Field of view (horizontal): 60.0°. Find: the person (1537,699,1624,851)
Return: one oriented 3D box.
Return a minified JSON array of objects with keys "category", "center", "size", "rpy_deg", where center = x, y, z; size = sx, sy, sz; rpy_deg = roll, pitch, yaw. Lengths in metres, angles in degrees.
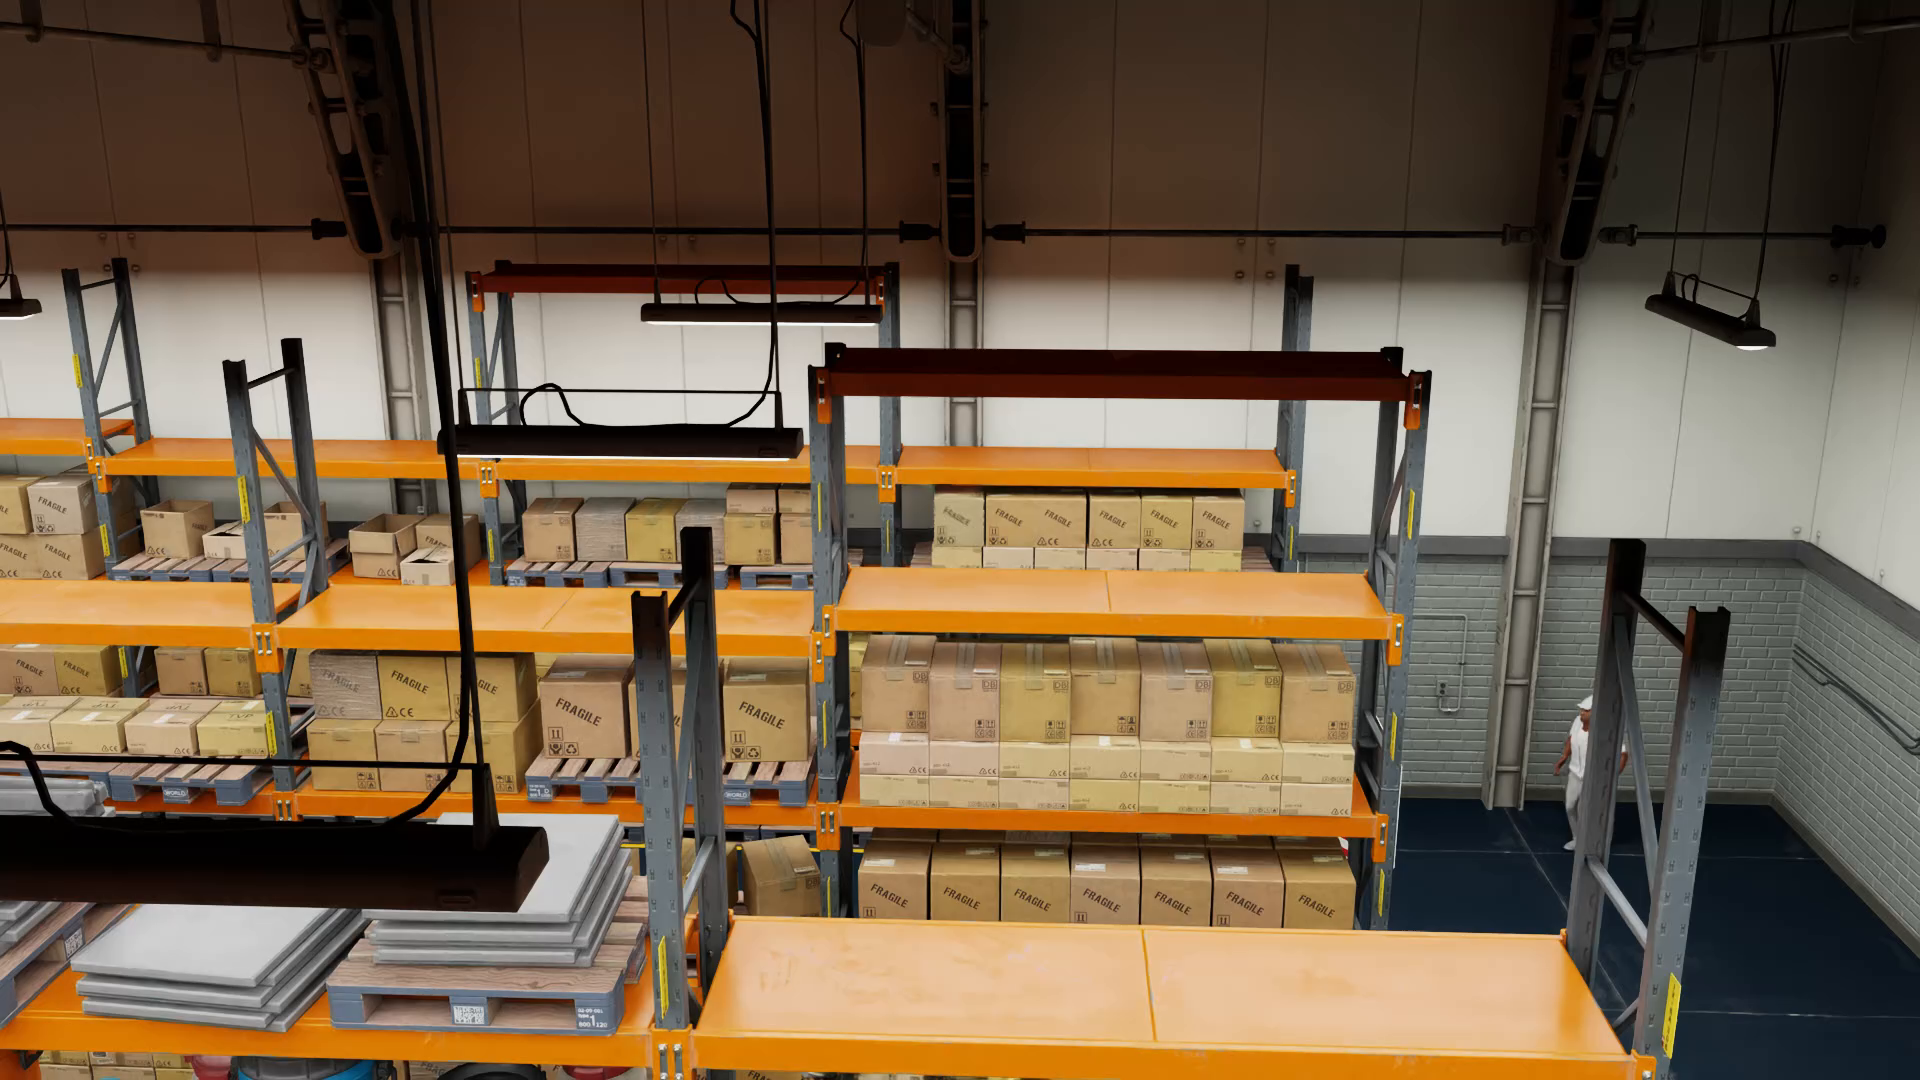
[{"category":"person","center":[6.391,2.453,17.119],"size":[0.583,1.703,0.748],"rpy_deg":[-10,19,-31]}]

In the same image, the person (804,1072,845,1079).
[{"category":"person","center":[-0.954,4.188,11.199],"size":[1.029,1.617,0.507],"rpy_deg":[6,17,19]}]
